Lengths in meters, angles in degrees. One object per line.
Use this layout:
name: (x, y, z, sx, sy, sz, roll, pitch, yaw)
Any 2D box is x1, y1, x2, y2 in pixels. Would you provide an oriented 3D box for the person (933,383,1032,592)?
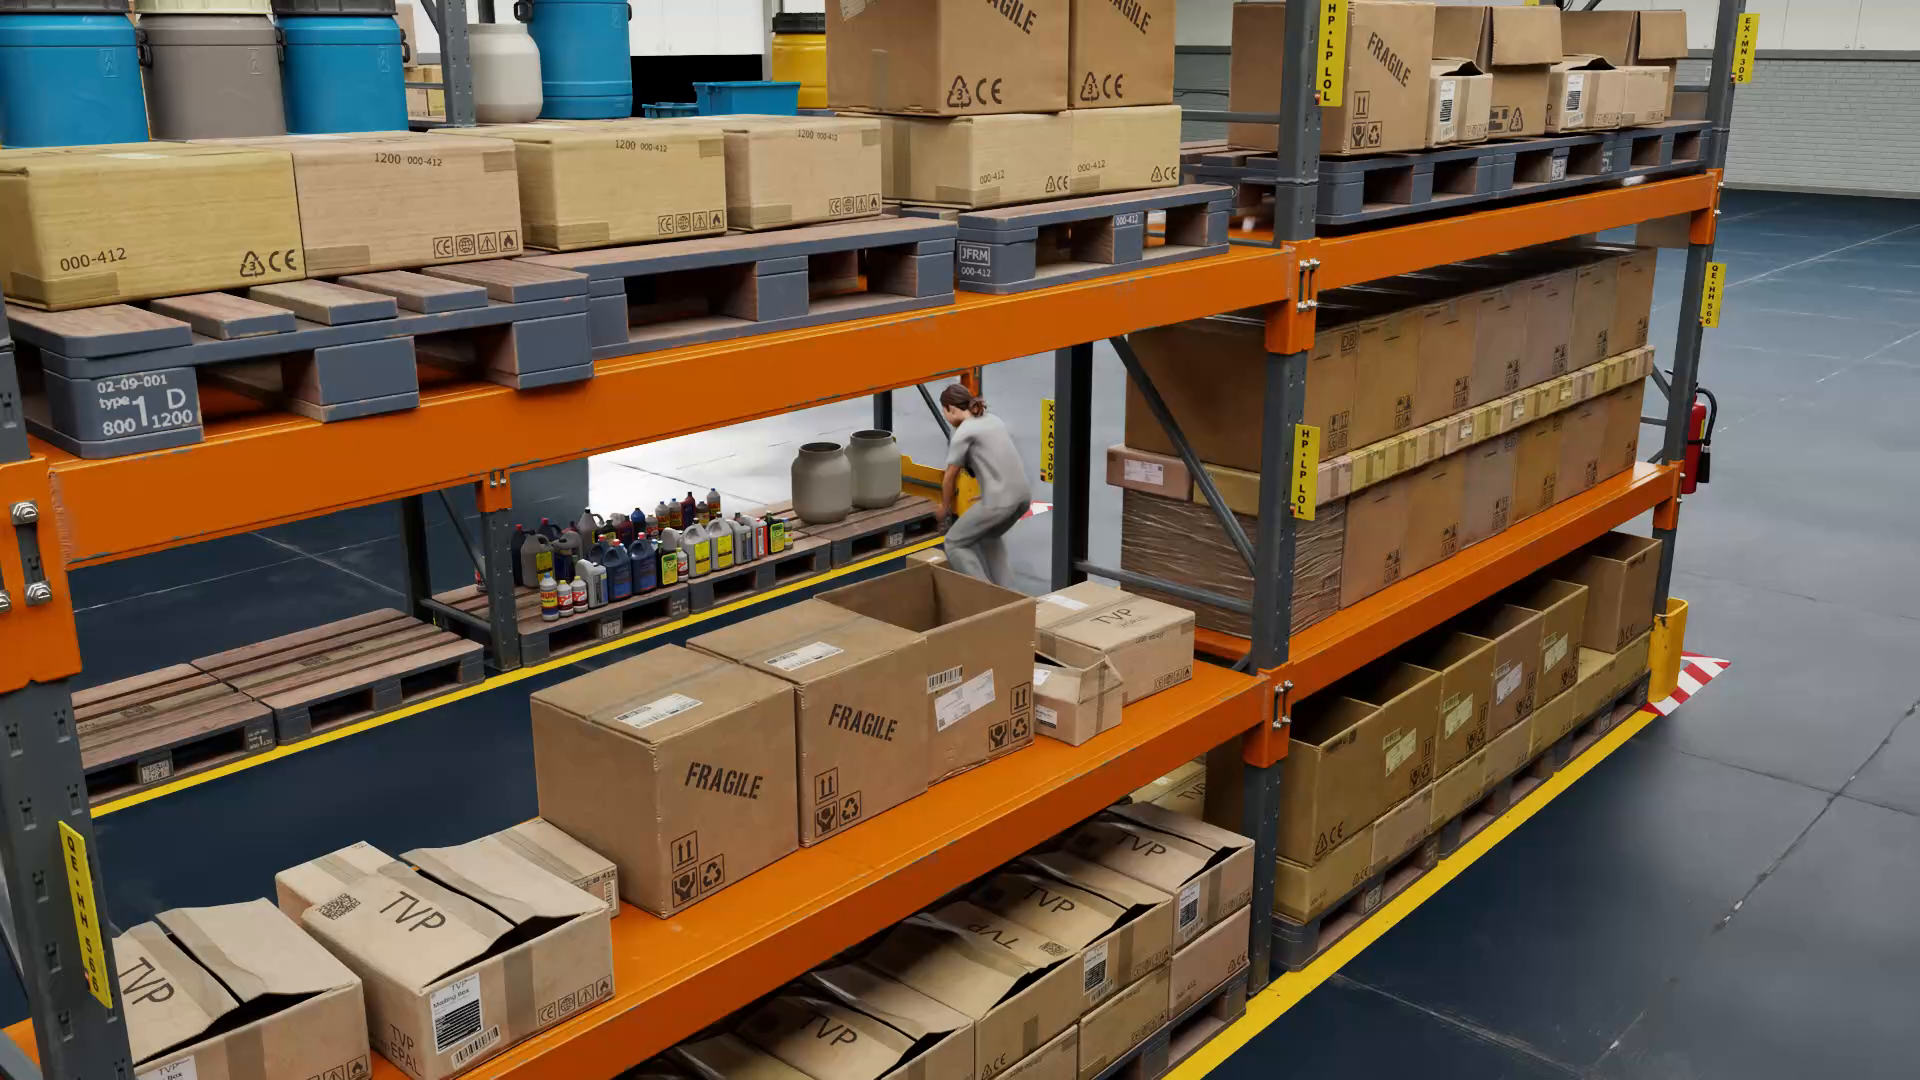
person: (0.126, -0.243, 10.293, 0.616, 1.417, 0.490, 15, 22, 40)
